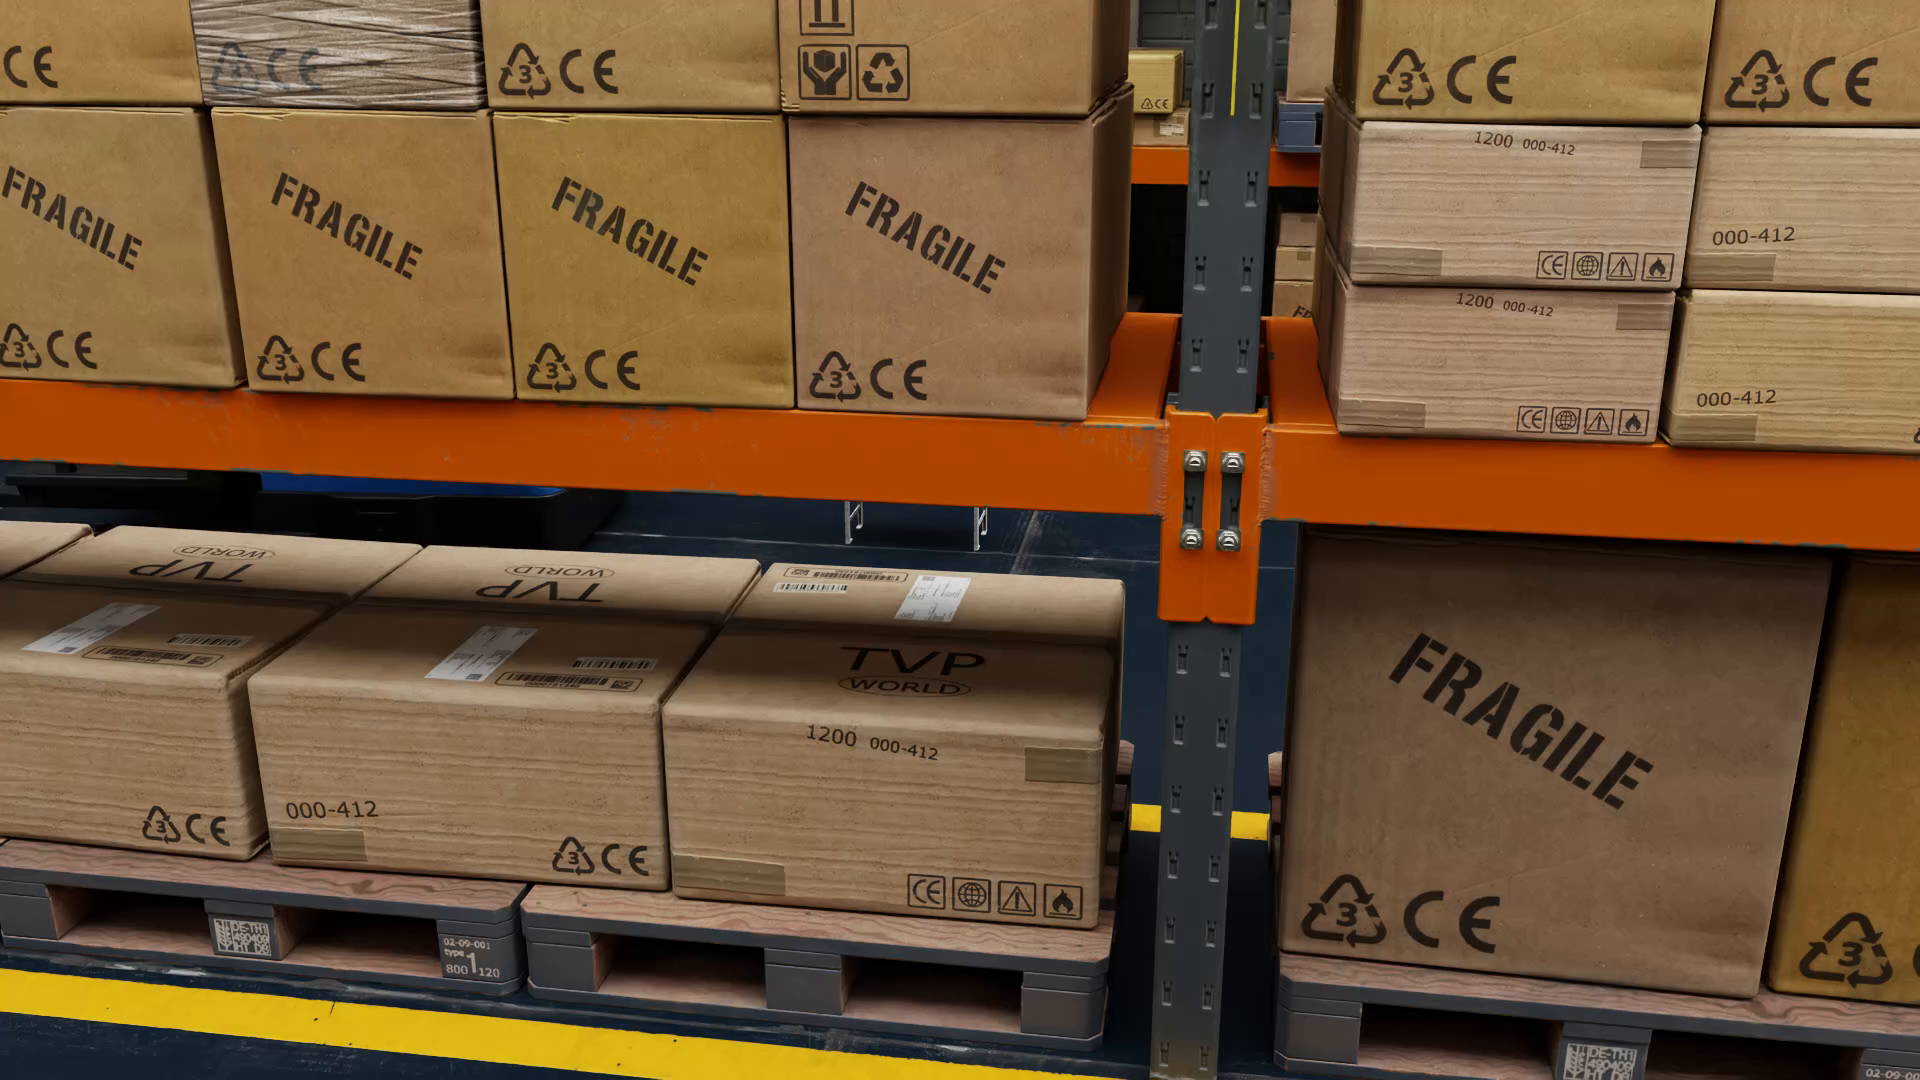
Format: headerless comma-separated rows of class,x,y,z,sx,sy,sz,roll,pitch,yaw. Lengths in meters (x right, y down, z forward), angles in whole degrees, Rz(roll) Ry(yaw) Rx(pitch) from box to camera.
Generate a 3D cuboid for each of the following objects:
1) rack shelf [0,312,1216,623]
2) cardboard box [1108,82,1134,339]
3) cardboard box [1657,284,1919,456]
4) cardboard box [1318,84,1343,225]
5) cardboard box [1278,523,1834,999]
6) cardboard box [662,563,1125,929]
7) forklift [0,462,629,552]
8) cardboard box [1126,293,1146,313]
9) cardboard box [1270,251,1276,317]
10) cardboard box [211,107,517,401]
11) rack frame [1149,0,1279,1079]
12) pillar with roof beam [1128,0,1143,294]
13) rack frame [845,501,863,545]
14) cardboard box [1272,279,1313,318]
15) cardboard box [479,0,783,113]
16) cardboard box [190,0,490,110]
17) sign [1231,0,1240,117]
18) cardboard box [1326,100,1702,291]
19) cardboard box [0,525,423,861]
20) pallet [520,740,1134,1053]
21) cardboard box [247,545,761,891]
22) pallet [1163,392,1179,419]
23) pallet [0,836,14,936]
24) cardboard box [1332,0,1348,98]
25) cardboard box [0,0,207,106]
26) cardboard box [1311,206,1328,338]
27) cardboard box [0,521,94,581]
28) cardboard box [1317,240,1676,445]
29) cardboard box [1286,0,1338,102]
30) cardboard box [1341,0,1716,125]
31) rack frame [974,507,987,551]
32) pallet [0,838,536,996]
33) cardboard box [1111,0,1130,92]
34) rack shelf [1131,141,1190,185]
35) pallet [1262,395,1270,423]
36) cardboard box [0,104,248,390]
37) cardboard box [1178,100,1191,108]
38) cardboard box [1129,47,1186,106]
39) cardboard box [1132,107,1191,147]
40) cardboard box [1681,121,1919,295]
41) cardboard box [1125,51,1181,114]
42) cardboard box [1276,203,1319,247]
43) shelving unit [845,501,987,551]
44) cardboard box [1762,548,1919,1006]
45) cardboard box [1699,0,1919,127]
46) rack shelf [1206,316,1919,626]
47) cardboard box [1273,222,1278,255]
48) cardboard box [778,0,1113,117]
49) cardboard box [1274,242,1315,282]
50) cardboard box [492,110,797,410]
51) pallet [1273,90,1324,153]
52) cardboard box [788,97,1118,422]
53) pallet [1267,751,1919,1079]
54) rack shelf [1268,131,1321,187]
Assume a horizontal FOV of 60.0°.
rack shelf,-1.470,-0.293,3.586,4.000,0.370,1.077,3,19,9
cardboard box,0.083,-0.687,3.471,0.500,0.500,0.500,4,19,10
cardboard box,1.408,-0.332,2.805,0.500,0.250,0.500,2,19,7
cardboard box,0.979,-0.754,3.277,0.500,0.250,0.500,3,19,9
cardboard box,1.130,0.281,3.423,0.875,0.875,0.875,4,19,10
cardboard box,-0.098,0.417,3.706,0.875,0.438,0.875,3,19,8
forklift,-2.862,-1.439,5.984,3.031,2.935,1.130,1,19,4
cardboard box,0.673,-1.120,8.500,0.500,0.311,0.500,4,19,11
cardboard box,1.820,-1.171,8.353,0.500,0.500,0.500,3,19,8
cardboard box,-1.001,-0.569,3.120,0.500,0.500,0.500,3,19,8
rack frame,0.505,-0.534,3.171,0.127,3.000,1.000,3,19,9
pillar with roof beam,0.061,-3.903,3.785,0.400,9.000,9.100,3,19,9
rack frame,-0.404,-0.590,6.174,0.015,1.200,0.240,3,19,9
cardboard box,1.730,-1.008,7.866,0.500,0.500,0.500,4,19,11
cardboard box,-0.505,-1.021,2.893,0.500,0.500,0.500,3,19,8
cardboard box,-1.009,-1.043,2.961,0.500,0.500,0.500,3,19,9
sign,0.418,-0.808,2.502,0.005,0.325,0.100,3,19,9
cardboard box,0.894,-0.589,2.786,0.500,0.250,0.500,2,19,7
cardboard box,-1.872,0.326,3.977,0.875,0.438,0.875,3,19,10
pallet,-0.234,0.726,3.801,1.213,0.211,1.003,3,19,9
cardboard box,-0.982,0.372,3.840,0.875,0.438,0.875,2,19,7
pallet,0.610,-0.801,8.366,1.213,0.211,1.003,3,19,9
pallet,-2.643,0.603,4.168,1.213,0.211,1.003,3,19,9
cardboard box,0.986,-1.112,3.165,0.500,0.500,0.500,4,19,10
cardboard box,-1.503,-1.071,3.044,0.500,0.500,0.500,3,19,9
cardboard box,0.988,-0.519,3.364,0.500,0.250,0.500,2,19,7
cardboard box,-2.777,0.283,4.107,0.875,0.438,0.875,2,19,7
cardboard box,0.897,-0.358,2.882,0.500,0.250,0.500,2,19,7
cardboard box,1.730,-2.241,7.455,0.500,0.500,0.700,3,19,10
cardboard box,0.894,-0.943,2.661,0.500,0.500,0.500,3,19,9
rack frame,0.077,-0.565,6.101,0.015,1.200,0.240,3,19,9
pallet,-1.442,0.665,3.983,1.213,0.211,1.003,3,19,9
cardboard box,0.073,-1.155,3.295,0.500,0.500,0.500,3,19,9
rack shelf,-0.686,-1.849,8.234,4.000,0.370,1.077,3,19,9
pallet,2.097,-0.738,8.175,1.213,0.211,1.003,3,19,9
cardboard box,-1.516,-0.601,3.213,0.500,0.500,0.500,4,19,10
cardboard box,1.000,-2.073,8.166,0.250,0.149,0.380,3,19,9
cardboard box,0.842,-2.269,8.123,0.500,0.250,0.500,3,19,8
cardboard box,0.933,-1.907,7.671,0.250,0.149,0.380,3,19,9
cardboard box,1.414,-0.572,2.733,0.500,0.250,0.500,3,19,10
cardboard box,0.747,-2.108,7.644,0.500,0.250,0.500,3,19,10
cardboard box,1.610,-1.469,7.753,0.250,0.149,0.380,3,19,8
shelving unit,-0.163,-0.577,6.138,0.503,1.200,0.258,3,19,9
cardboard box,2.023,0.324,3.295,0.875,0.875,0.875,3,19,10
cardboard box,1.400,-0.926,2.611,0.500,0.500,0.500,3,19,8
rack shelf,2.479,-0.092,2.985,4.000,0.370,1.077,3,19,9
cardboard box,1.697,-1.482,8.261,0.250,0.149,0.380,2,19,6
cardboard box,-0.005,-0.993,2.809,0.500,0.500,0.500,3,19,8
cardboard box,1.600,-1.309,7.743,0.250,0.149,0.380,4,19,11
cardboard box,-0.503,-0.549,3.058,0.500,0.500,0.500,2,19,7
pallet,2.060,-1.924,7.628,1.213,0.211,1.003,3,19,9
cardboard box,0.006,-0.525,2.986,0.500,0.500,0.500,3,19,9
pallet,1.278,0.804,3.568,1.213,0.211,1.003,3,19,9
rack shelf,3.263,-1.647,7.633,4.000,0.370,1.077,3,19,9
